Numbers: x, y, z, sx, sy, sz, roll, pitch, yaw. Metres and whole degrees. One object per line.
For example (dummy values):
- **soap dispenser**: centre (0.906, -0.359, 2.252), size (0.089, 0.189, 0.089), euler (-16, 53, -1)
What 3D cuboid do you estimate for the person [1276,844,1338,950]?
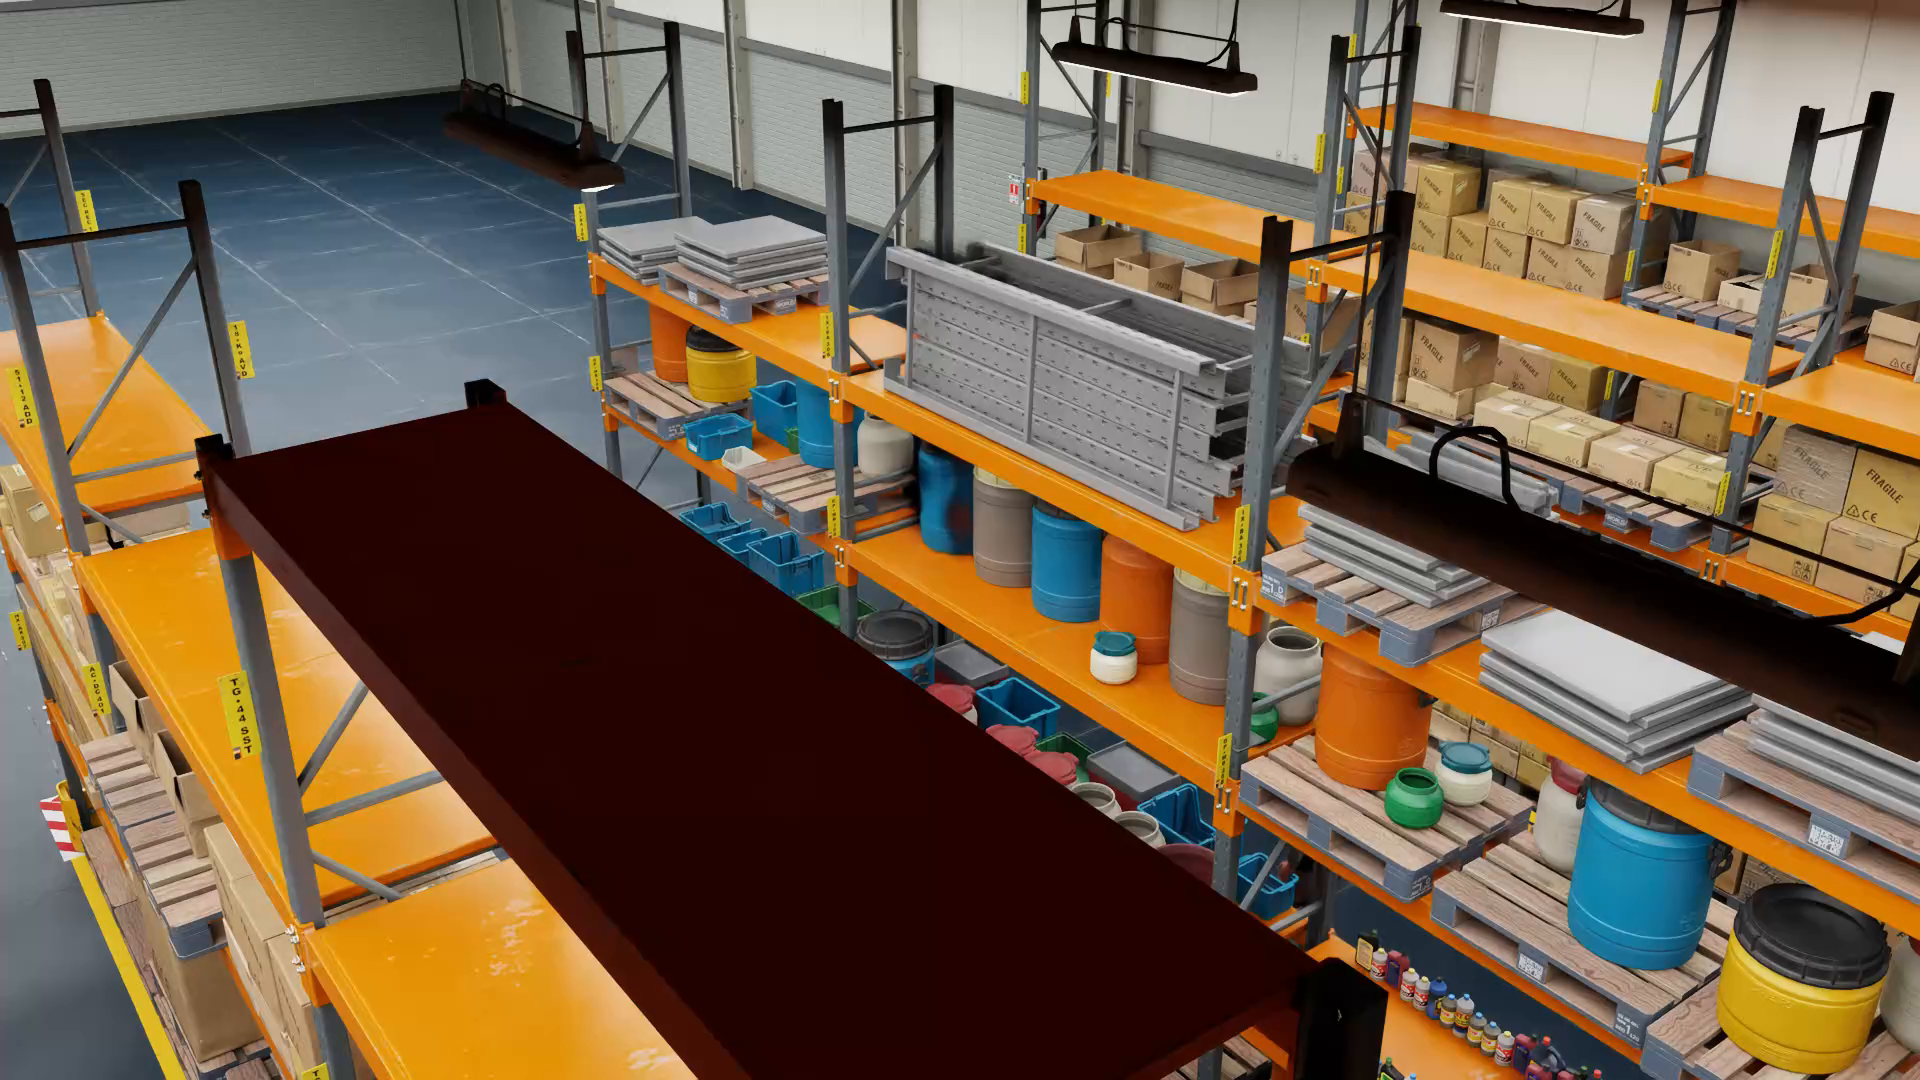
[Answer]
- **person**: centre (2.559, 2.319, 12.061), size (0.641, 1.608, 0.762), euler (-23, 33, -40)
